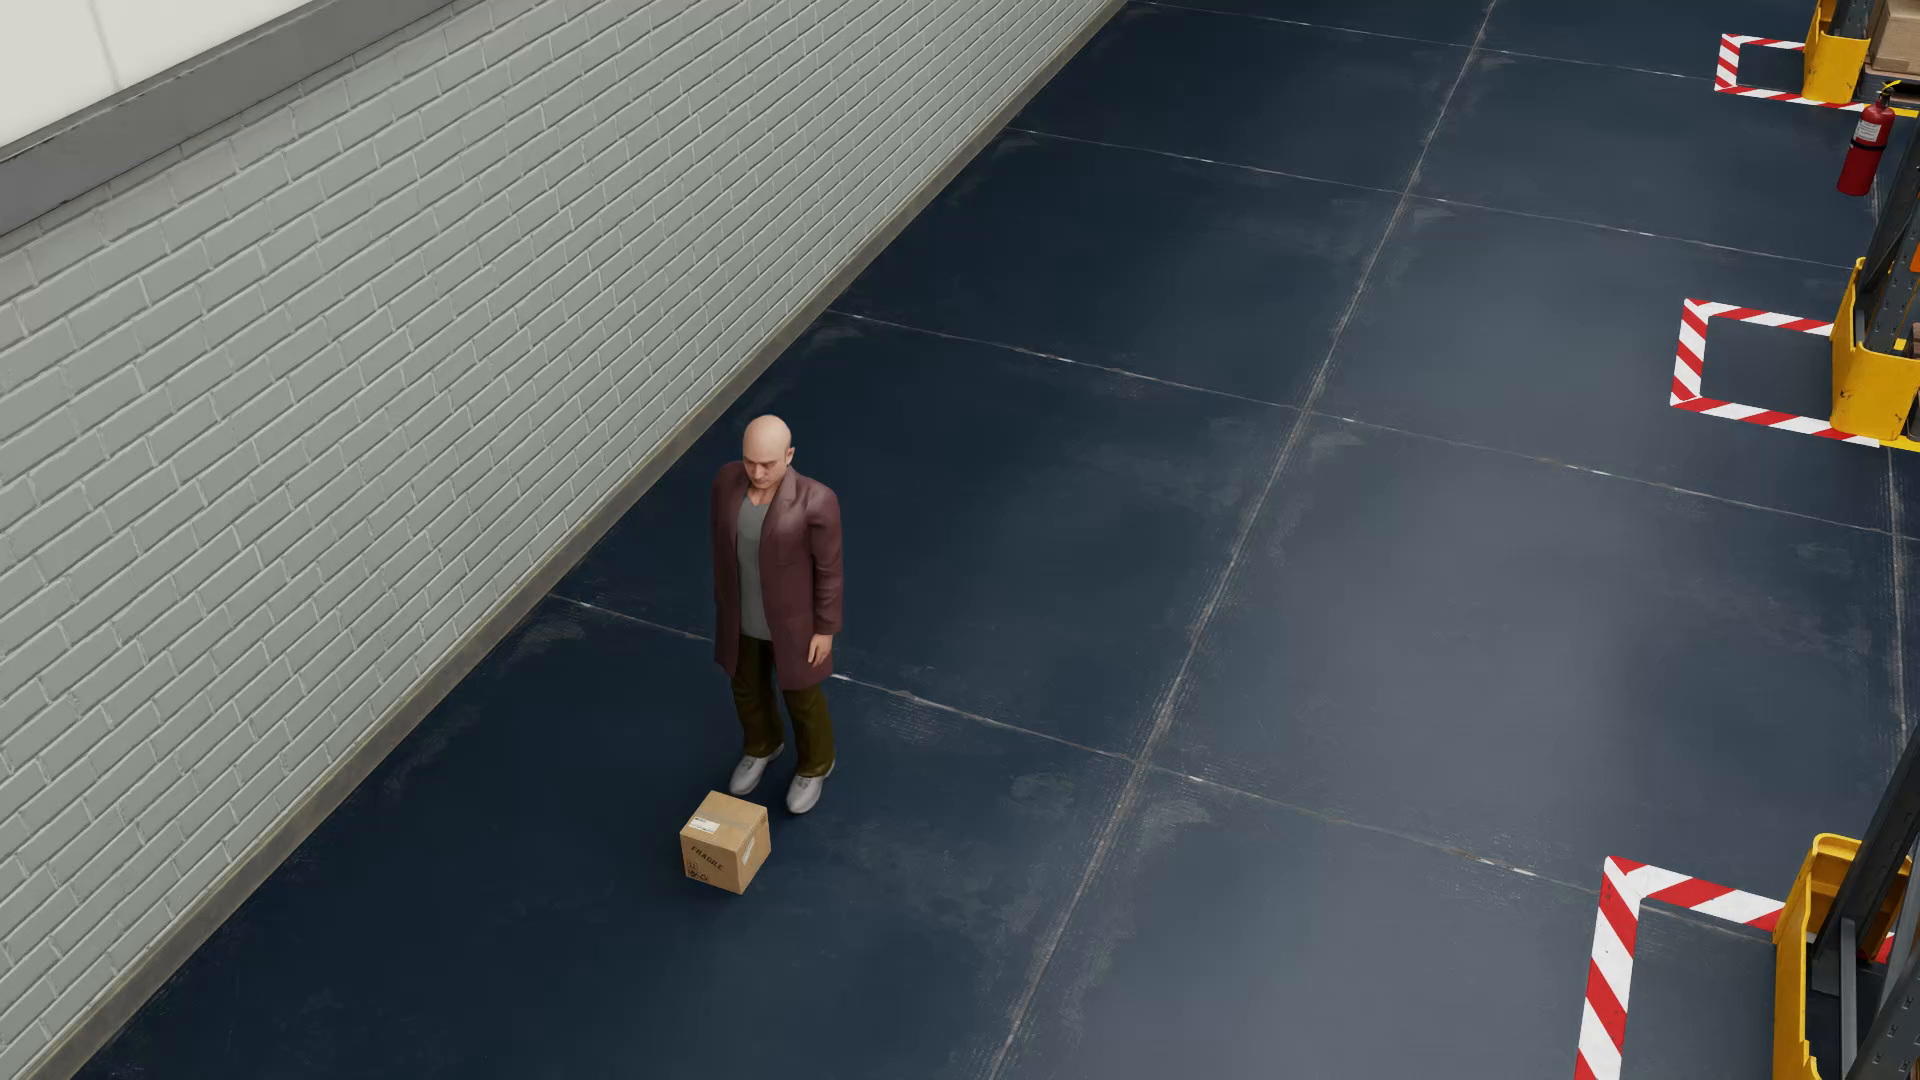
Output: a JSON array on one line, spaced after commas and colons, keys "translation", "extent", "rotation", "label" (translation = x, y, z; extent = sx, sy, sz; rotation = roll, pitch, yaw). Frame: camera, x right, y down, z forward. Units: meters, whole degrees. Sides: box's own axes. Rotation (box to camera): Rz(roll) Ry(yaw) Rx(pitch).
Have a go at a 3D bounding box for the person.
[{"translation": [-0.714, 0.300, 6.438], "extent": [0.561, 1.775, 0.379], "rotation": [15, 39, 19], "label": "person"}]
